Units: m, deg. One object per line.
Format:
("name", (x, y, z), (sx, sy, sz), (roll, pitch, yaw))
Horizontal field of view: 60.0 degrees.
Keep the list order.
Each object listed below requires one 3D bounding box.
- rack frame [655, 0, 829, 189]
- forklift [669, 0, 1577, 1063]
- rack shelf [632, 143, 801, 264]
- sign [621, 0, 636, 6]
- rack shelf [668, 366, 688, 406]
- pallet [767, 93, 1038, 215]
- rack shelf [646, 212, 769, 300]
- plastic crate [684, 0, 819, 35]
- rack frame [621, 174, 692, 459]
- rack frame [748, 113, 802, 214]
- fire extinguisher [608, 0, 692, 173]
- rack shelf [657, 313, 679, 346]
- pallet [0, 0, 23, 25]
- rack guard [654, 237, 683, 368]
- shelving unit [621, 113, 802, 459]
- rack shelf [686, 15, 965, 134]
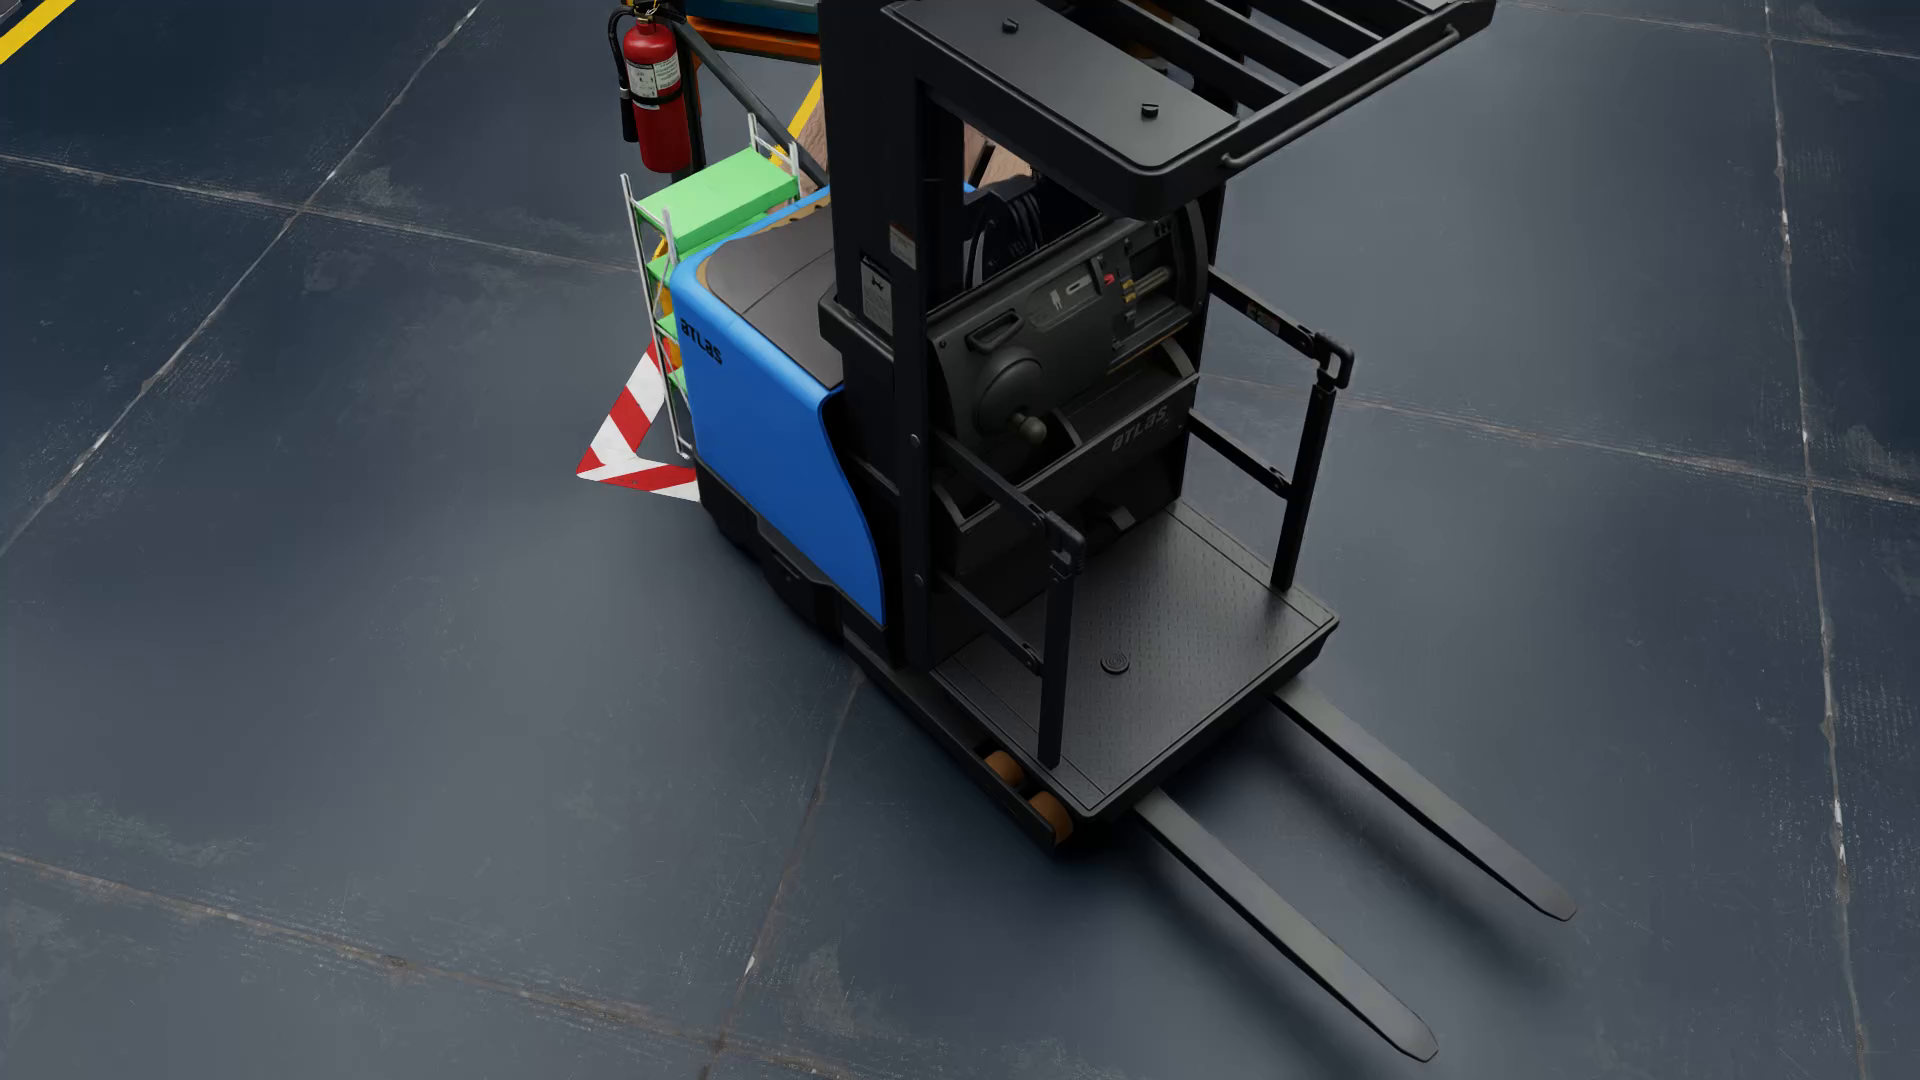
("rack frame", (-0.514, -1.682, 5.234), (1.000, 3.000, 0.127), (12, 50, 10))
("forklift", (0.446, -0.497, 4.234), (1.130, 2.935, 3.031), (-33, 56, -26))
("rack shelf", (-0.779, -1.064, 5.328), (0.480, 0.148, 0.258), (-34, 55, -26))
("sign", (-1.049, -1.833, 5.258), (0.100, 0.325, 0.005), (12, 50, 10))
("rack shelf", (-0.765, -0.579, 5.859), (0.480, 0.148, 0.258), (-34, 55, -26))
("pallet", (-0.259, -1.348, 6.799), (1.003, 0.211, 1.213), (12, 50, 10))
("rack shelf", (-0.774, -0.903, 5.505), (0.480, 0.148, 0.258), (-34, 55, -26))
("plastic crate", (-0.606, -1.992, 5.444), (0.616, 0.435, 0.499), (12, 50, 10))
("rack frame", (-0.954, -0.662, 5.529), (0.015, 1.200, 0.240), (-34, 55, -26))
("rack frame", (-0.588, -0.905, 5.741), (0.015, 1.200, 0.240), (-34, 55, -26))
("fire extinguisher", (-0.992, -1.513, 5.385), (0.296, 0.674, 0.183), (12, 50, 10))
("rack shelf", (-0.770, -0.741, 5.682), (0.480, 0.148, 0.258), (-34, 55, -26))
("pallet", (-5.157, -2.330, 7.666), (1.003, 0.211, 1.213), (12, 50, 10))
("rack guard", (-0.507, -0.835, 6.153), (1.175, 0.500, 0.348), (12, 50, 10))
("shelving unit", (-0.771, -0.784, 5.635), (0.503, 1.200, 0.258), (-34, 55, -26))
("rack shelf", (0.013, -2.890, 6.780), (1.077, 0.370, 4.000), (12, 50, 10))
